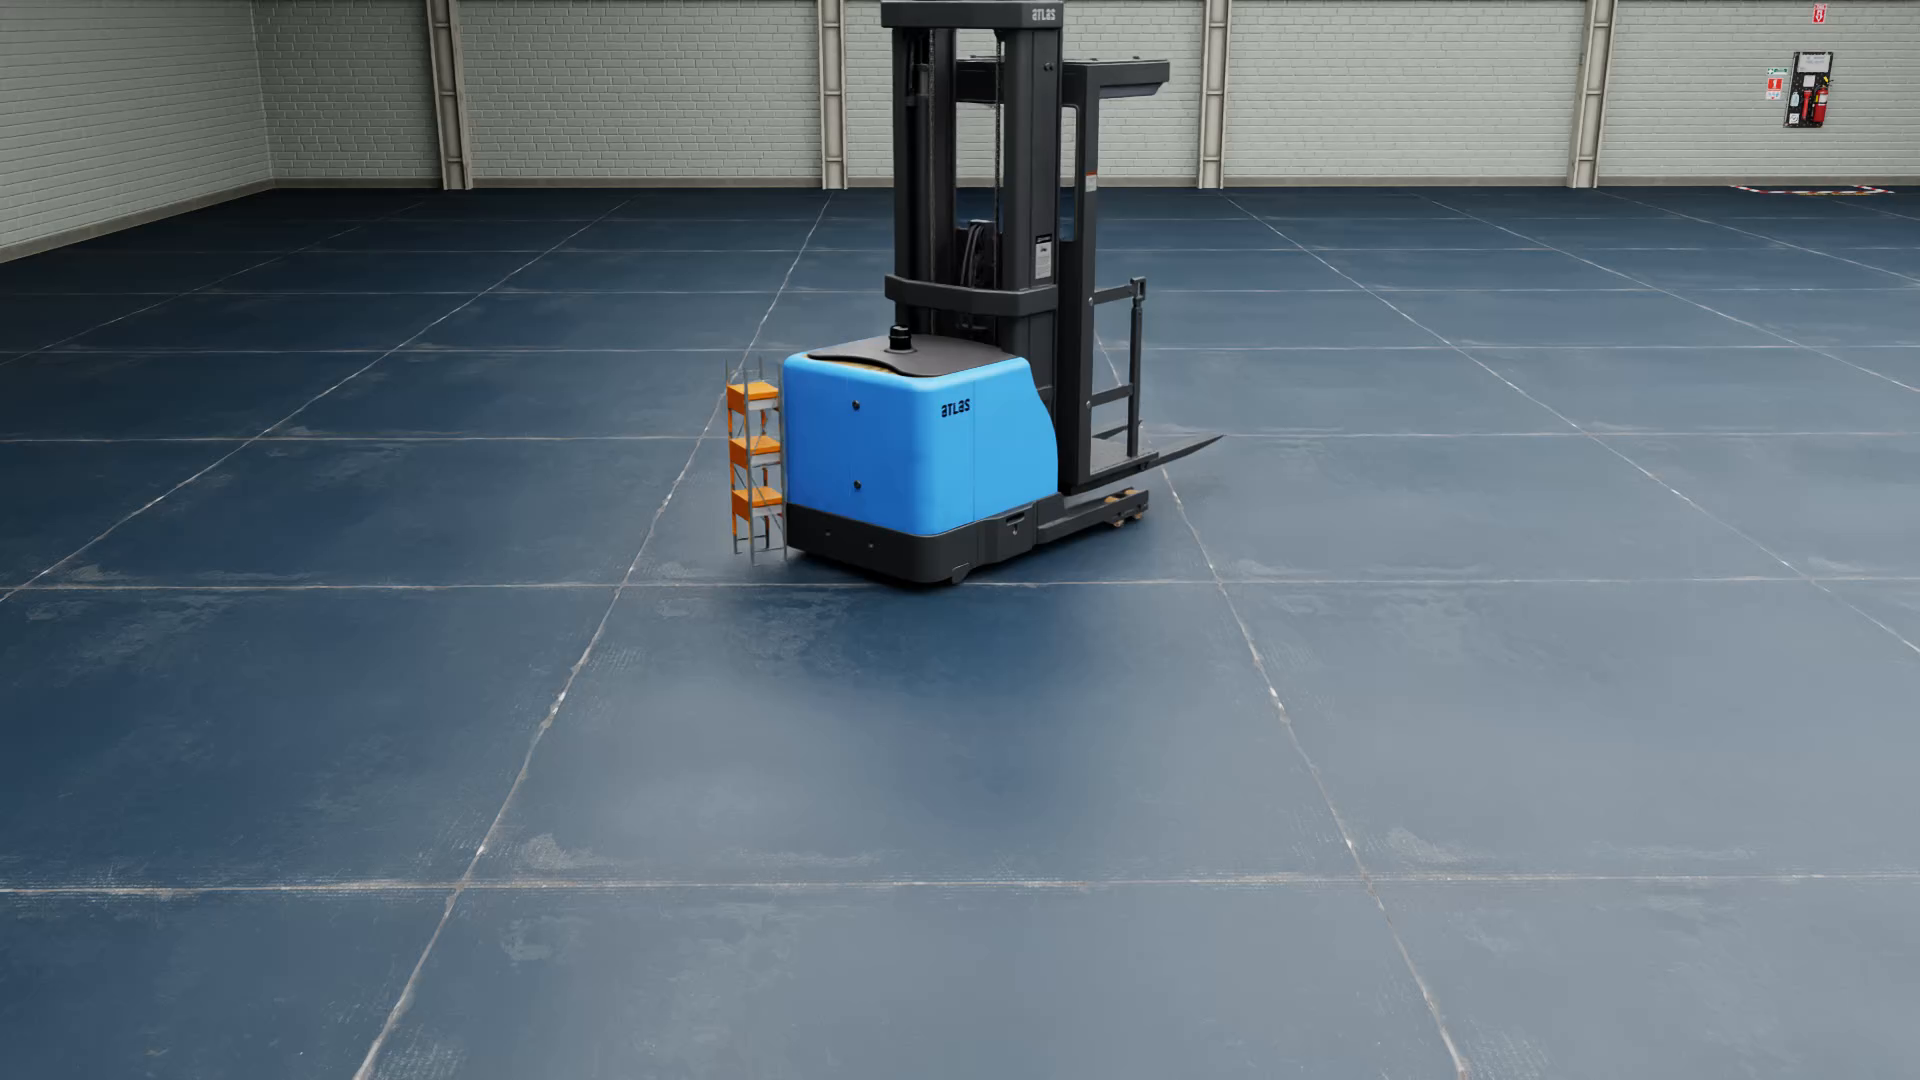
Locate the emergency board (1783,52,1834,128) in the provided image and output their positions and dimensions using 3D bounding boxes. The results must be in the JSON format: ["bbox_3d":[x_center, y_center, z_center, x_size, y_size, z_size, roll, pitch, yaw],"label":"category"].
[{"bbox_3d":[13.531,-7.147,26.416,0.643,1.169,0.194,0,18,-1],"label":"emergency board"}]

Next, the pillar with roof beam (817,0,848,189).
[{"bbox_3d":[-1.928,-8.602,21.131,0.400,9.000,9.100,0,18,-1],"label":"pillar with roof beam"}]

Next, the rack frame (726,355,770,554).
[{"bbox_3d":[-1.109,-0.441,8.703,0.200,1.050,0.008,-10,20,-27],"label":"rack frame"}]

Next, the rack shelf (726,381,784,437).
[{"bbox_3d":[-1.050,-0.668,8.518,0.215,0.259,0.240,-10,20,-27],"label":"rack shelf"}]

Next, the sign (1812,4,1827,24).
[{"bbox_3d":[13.521,-8.281,26.156,0.199,0.298,0.001,0,18,-1],"label":"sign"}]

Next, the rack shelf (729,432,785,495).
[{"bbox_3d":[-1.050,-0.398,8.605,0.215,0.259,0.240,-10,20,-27],"label":"rack shelf"}]

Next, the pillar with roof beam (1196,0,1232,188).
[{"bbox_3d":[4.072,-8.631,21.221,0.400,9.000,9.100,0,18,-1],"label":"pillar with roof beam"}]

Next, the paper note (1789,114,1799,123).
[{"bbox_3d":[13.352,-6.748,26.613,0.142,0.148,0.016,0,18,-1],"label":"paper note"}]

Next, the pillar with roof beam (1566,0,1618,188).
[{"bbox_3d":[10.071,-8.660,21.311,0.400,9.000,9.100,0,18,-1],"label":"pillar with roof beam"}]

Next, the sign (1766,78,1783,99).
[{"bbox_3d":[12.976,-7.193,26.500,0.234,0.329,0.001,0,18,-1],"label":"sign"}]

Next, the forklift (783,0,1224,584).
[{"bbox_3d":[0.419,-1.558,9.107,1.130,2.935,3.031,14,23,38],"label":"forklift"}]

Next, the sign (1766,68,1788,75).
[{"bbox_3d":[12.981,-7.442,26.411,0.331,0.109,0.001,0,18,-1],"label":"sign"}]

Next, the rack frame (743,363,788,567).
[{"bbox_3d":[-0.991,-0.376,8.499,0.200,1.050,0.008,-10,20,-27],"label":"rack frame"}]

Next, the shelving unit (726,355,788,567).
[{"bbox_3d":[-1.050,-0.408,8.601,0.215,1.050,0.252,-10,20,-27],"label":"shelving unit"}]

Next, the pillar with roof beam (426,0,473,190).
[{"bbox_3d":[-7.927,-8.573,21.041,0.400,9.000,9.100,0,18,-1],"label":"pillar with roof beam"}]

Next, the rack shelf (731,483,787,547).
[{"bbox_3d":[-1.050,-0.133,8.689,0.215,0.259,0.240,-10,20,-27],"label":"rack shelf"}]
